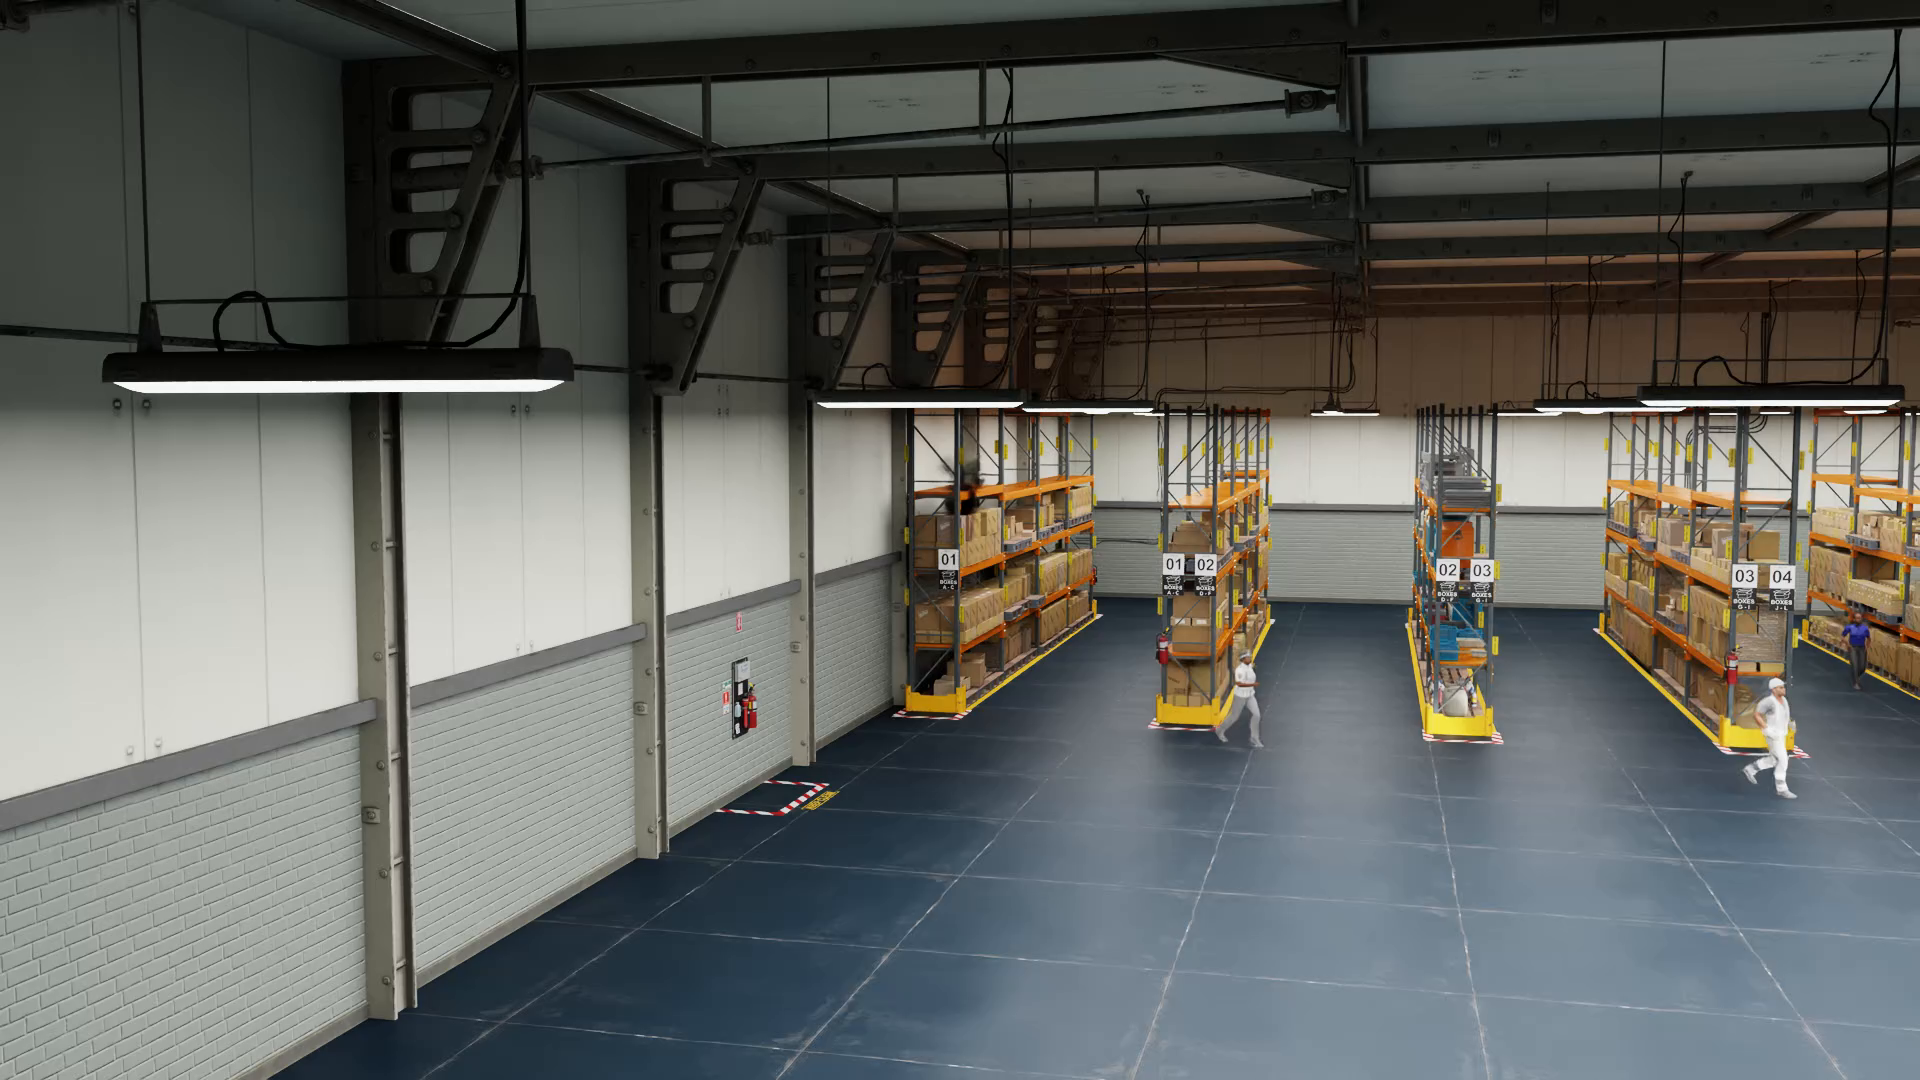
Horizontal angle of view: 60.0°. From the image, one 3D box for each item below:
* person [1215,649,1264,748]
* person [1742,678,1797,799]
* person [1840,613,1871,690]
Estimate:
[{"bbox_3d":[4.935,2.759,29.144,0.894,1.744,0.589,4,6,44],"label":"person"},{"bbox_3d":[12.340,2.977,25.292,0.648,1.787,0.867,-3,5,-38],"label":"person"},{"bbox_3d":[18.997,2.396,35.273,0.591,1.537,0.577,1,4,15],"label":"person"}]
